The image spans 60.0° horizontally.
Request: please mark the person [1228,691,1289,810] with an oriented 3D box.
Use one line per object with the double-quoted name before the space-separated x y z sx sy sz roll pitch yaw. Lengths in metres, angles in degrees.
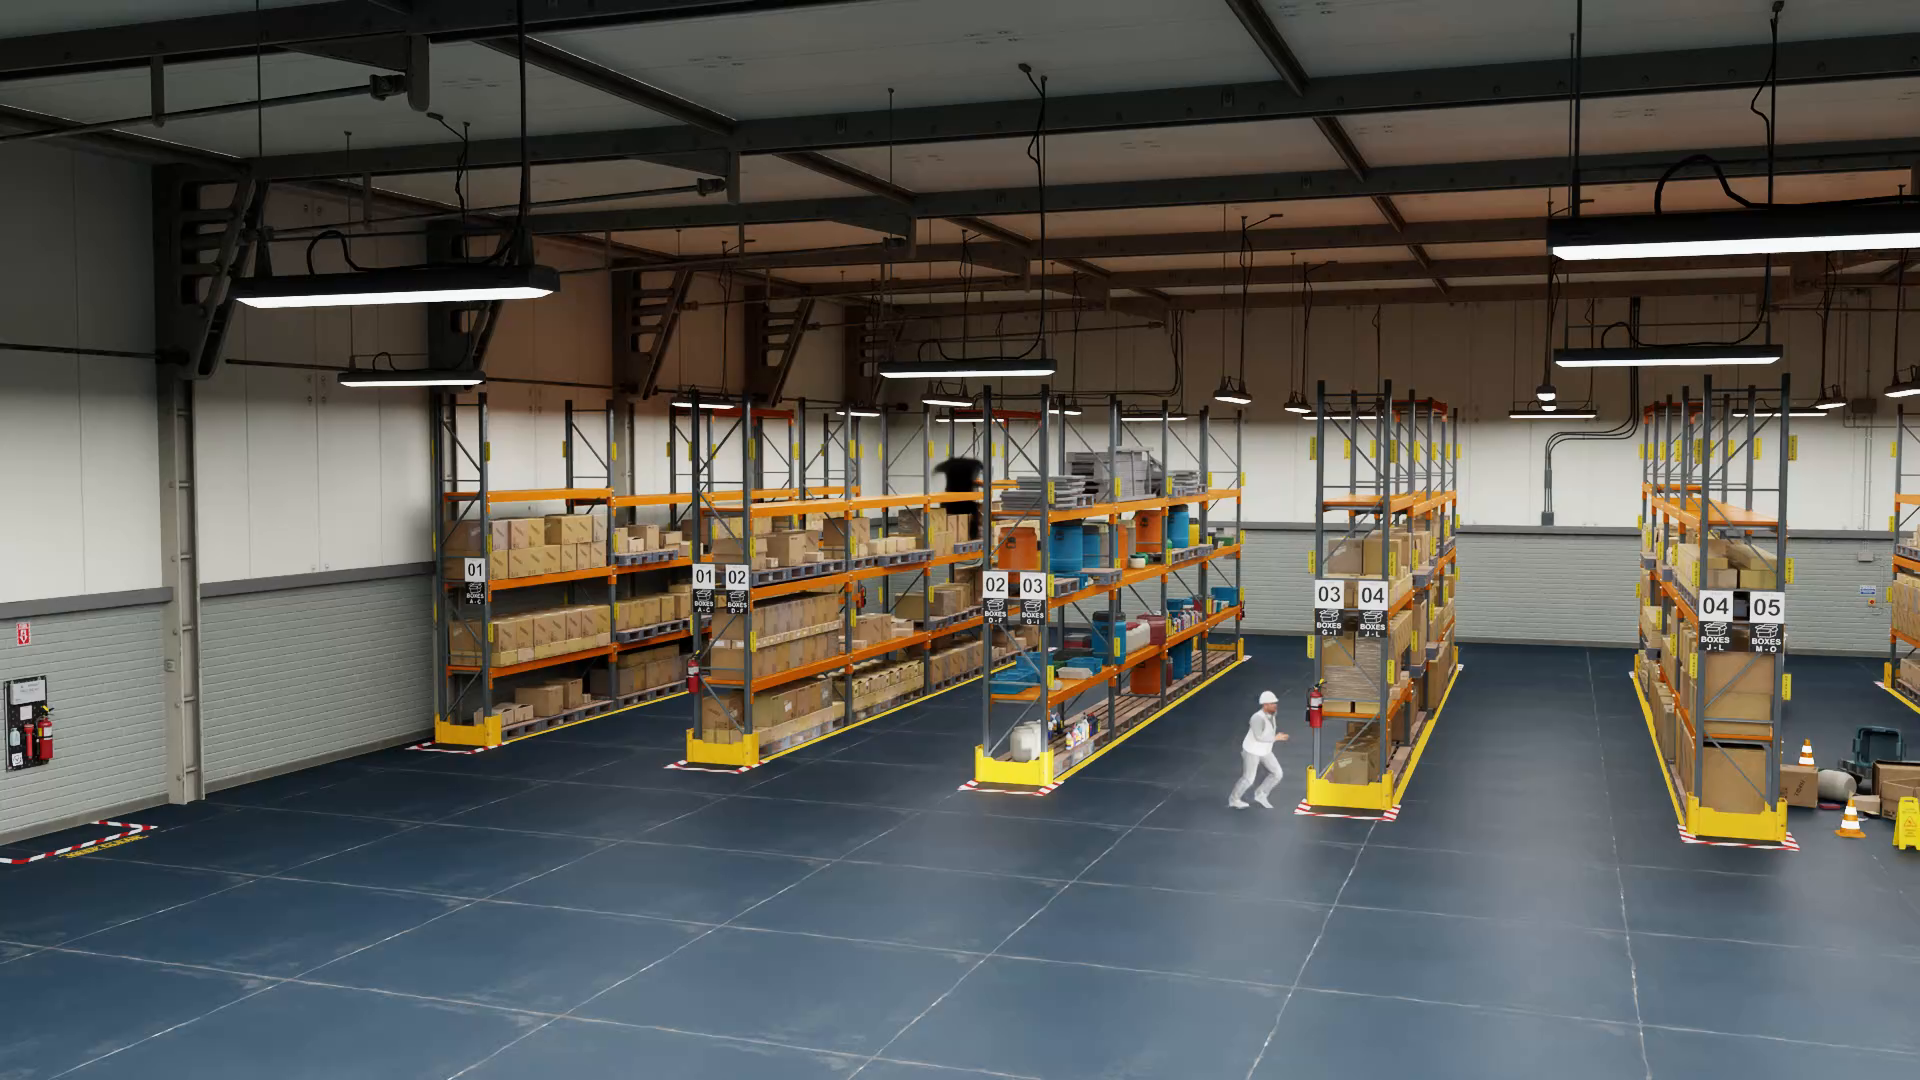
"person" 4.163 2.923 23.078 0.938 1.688 0.654 3 4 40
